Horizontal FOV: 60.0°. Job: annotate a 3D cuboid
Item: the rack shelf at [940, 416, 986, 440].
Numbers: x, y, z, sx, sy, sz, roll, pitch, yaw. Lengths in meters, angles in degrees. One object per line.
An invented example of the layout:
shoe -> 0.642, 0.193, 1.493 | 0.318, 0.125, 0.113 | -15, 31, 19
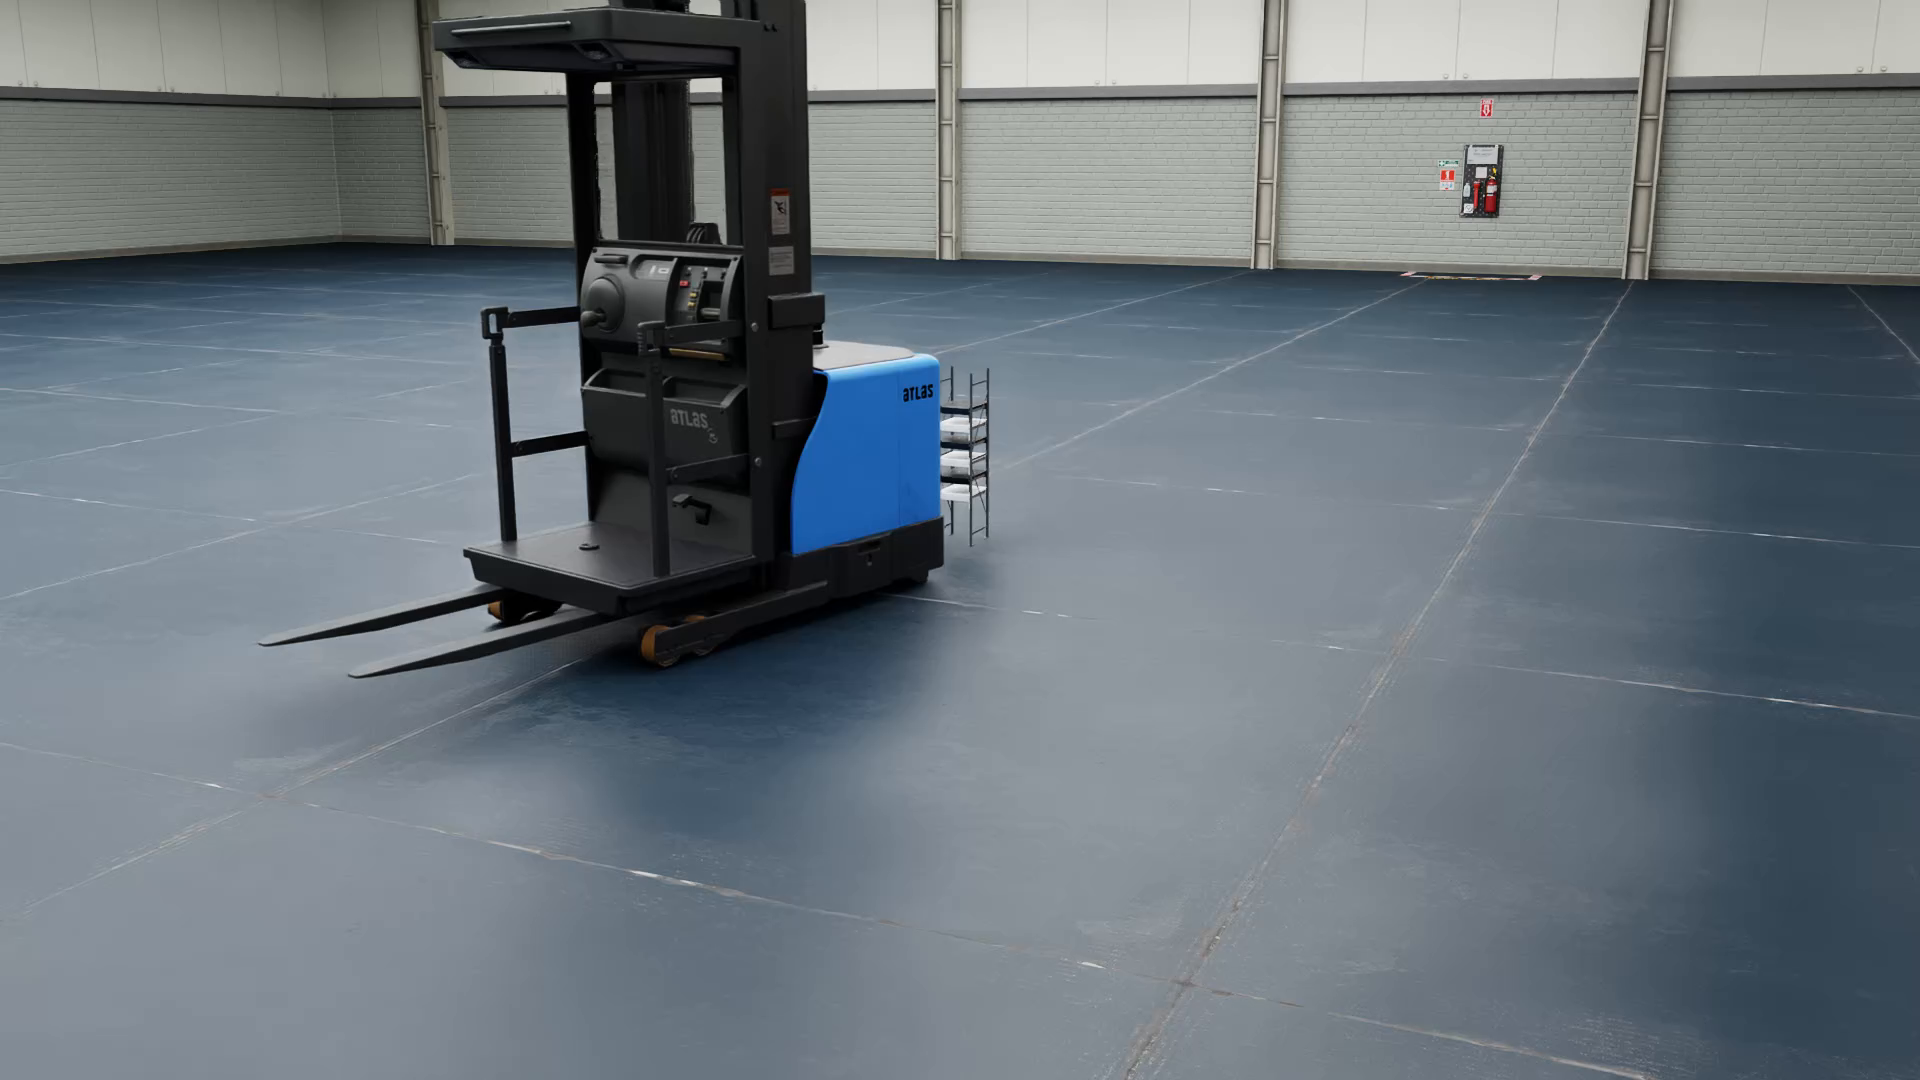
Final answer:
rack shelf -> 0.007, -0.580, 8.615 | 0.200, 0.077, 0.258 | 6, 14, 23

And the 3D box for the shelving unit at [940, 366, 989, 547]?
shelving unit -> 0.007, -0.437, 8.649 | 0.210, 0.900, 0.258 | 6, 14, 23

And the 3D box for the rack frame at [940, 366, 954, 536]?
rack frame -> -0.086, -0.447, 8.689 | 0.006, 0.900, 0.240 | 6, 14, 23

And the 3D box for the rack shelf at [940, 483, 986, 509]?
rack shelf -> 0.007, -0.230, 8.698 | 0.200, 0.077, 0.258 | 6, 14, 23

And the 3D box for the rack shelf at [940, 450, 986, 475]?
rack shelf -> 0.007, -0.405, 8.656 | 0.200, 0.077, 0.258 | 6, 14, 23

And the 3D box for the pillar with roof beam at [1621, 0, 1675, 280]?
pillar with roof beam -> 9.019, -7.648, 21.650 | 0.400, 9.000, 9.100 | 6, 14, 23

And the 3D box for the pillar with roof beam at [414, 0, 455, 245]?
pillar with roof beam -> -12.924, -9.869, 31.114 | 0.400, 9.000, 9.100 | 6, 14, 23

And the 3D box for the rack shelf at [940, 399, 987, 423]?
rack shelf -> 0.007, -0.668, 8.595 | 0.200, 0.077, 0.258 | 6, 14, 23

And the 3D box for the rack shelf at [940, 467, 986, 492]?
rack shelf -> 0.007, -0.317, 8.677 | 0.200, 0.077, 0.258 | 6, 14, 23

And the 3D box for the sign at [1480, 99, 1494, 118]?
sign -> 8.552, -7.013, 27.003 | 0.199, 0.298, 0.001 | 6, 14, 23

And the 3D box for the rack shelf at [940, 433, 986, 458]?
rack shelf -> 0.007, -0.493, 8.636 | 0.200, 0.077, 0.258 | 6, 14, 23

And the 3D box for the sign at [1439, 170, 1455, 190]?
sign -> 8.055, -5.953, 27.482 | 0.234, 0.329, 0.001 | 6, 14, 23

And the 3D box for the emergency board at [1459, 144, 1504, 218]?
emergency board -> 8.519, -5.863, 27.176 | 0.643, 1.169, 0.194 | 6, 14, 23

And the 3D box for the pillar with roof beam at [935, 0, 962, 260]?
pillar with roof beam -> -1.953, -8.758, 26.382 | 0.400, 9.000, 9.100 | 6, 14, 23

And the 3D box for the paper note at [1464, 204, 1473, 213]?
paper note -> 8.385, -5.465, 27.408 | 0.142, 0.148, 0.016 | 6, 14, 23

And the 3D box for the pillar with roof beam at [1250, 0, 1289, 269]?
pillar with roof beam -> 3.533, -8.203, 24.016 | 0.400, 9.000, 9.100 | 6, 14, 23

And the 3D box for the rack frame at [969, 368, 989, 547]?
rack frame -> 0.100, -0.428, 8.609 | 0.006, 0.900, 0.240 | 6, 14, 23

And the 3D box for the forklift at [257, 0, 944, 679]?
forklift -> -1.395, -1.051, 6.820 | 1.130, 2.935, 3.031 | 10, 17, 38

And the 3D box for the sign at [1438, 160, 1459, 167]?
sign -> 8.056, -6.209, 27.412 | 0.331, 0.109, 0.001 | 6, 14, 23
